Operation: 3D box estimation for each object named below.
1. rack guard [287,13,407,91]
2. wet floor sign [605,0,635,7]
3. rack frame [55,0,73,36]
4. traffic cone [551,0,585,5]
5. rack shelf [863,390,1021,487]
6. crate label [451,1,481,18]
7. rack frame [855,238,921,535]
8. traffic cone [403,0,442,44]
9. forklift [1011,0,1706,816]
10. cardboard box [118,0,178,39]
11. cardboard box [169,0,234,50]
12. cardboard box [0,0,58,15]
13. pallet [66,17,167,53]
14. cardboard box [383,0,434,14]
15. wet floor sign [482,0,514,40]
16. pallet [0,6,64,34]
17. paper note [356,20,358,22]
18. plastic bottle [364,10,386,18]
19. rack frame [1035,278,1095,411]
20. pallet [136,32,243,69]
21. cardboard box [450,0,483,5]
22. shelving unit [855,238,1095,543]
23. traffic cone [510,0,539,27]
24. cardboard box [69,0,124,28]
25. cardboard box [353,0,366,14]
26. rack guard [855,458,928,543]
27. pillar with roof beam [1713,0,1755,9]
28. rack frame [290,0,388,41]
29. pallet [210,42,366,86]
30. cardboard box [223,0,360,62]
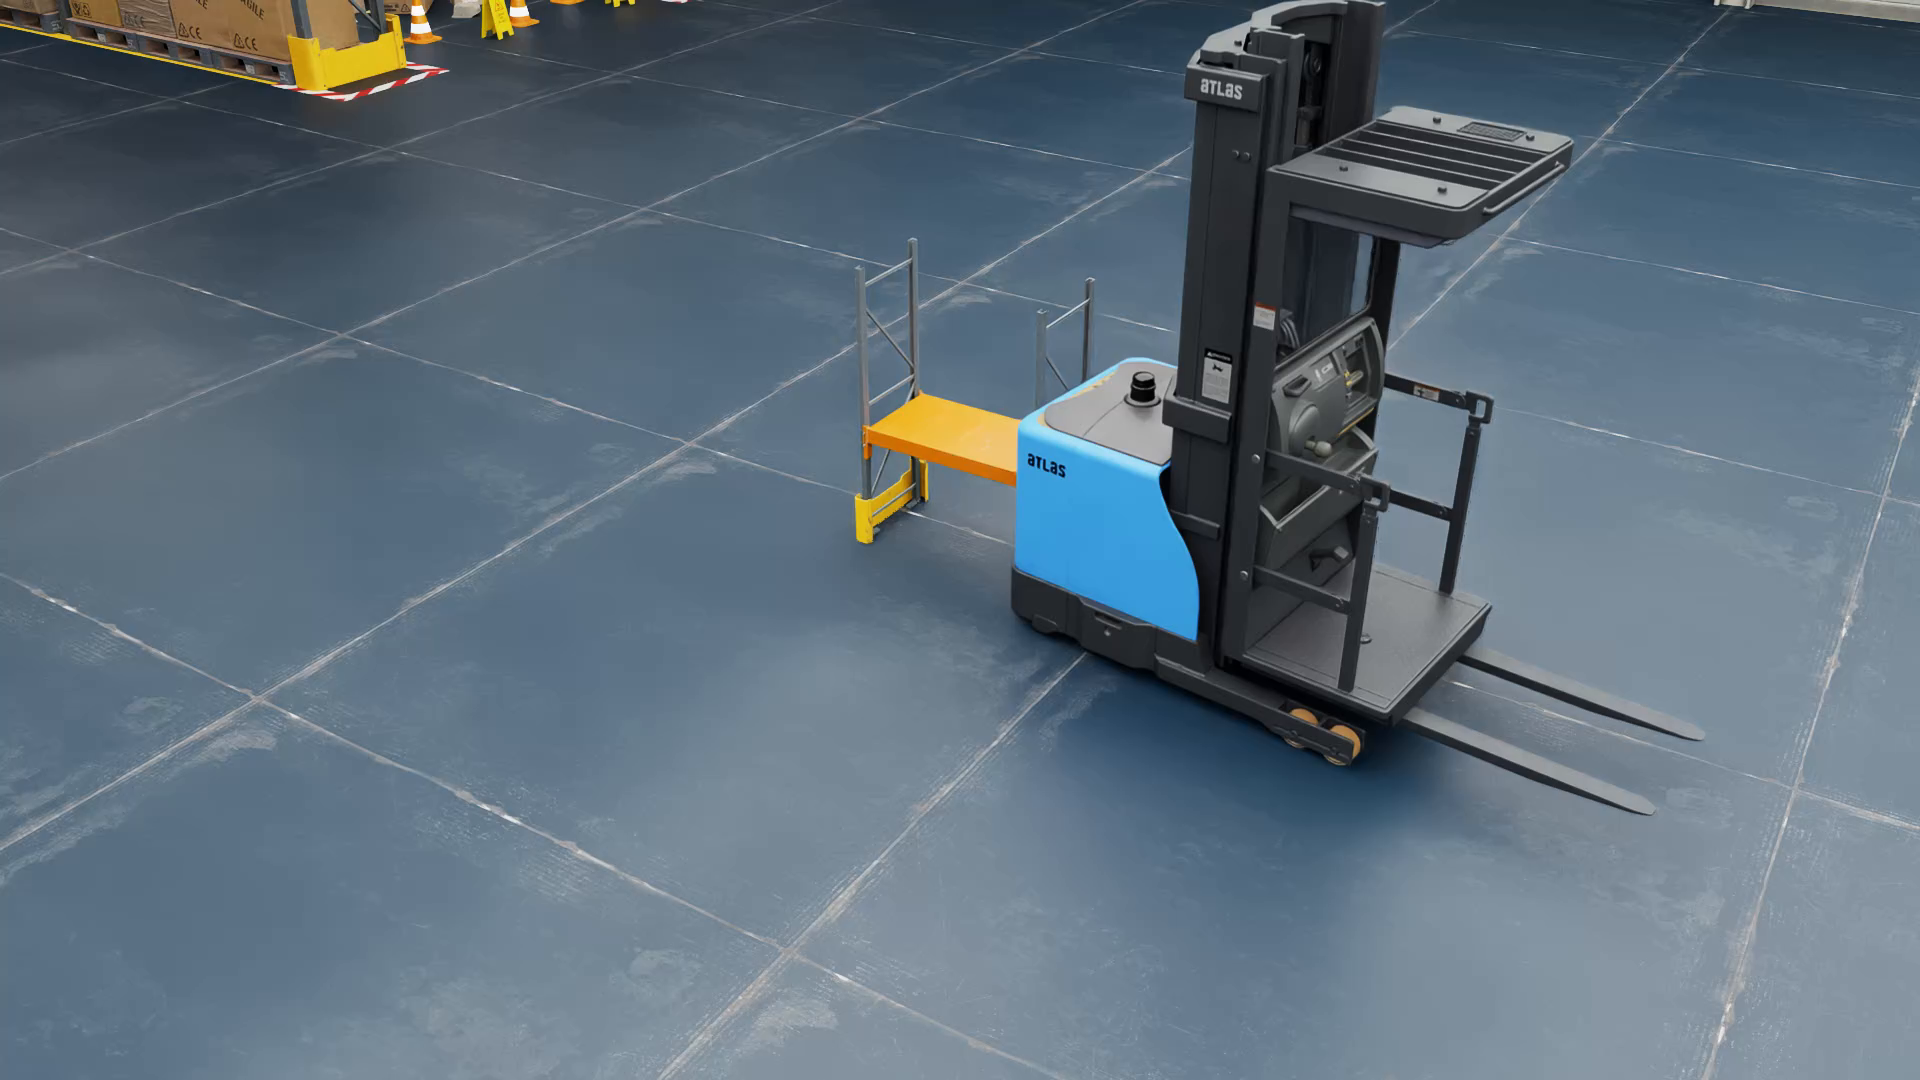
[{"bbox_3d":[-6.118,-4.891,16.638,0.348,0.500,1.175,18,35,27],"label":"rack guard"},{"bbox_3d":[-4.000,-6.592,19.410,0.267,0.644,0.232,-21,36,-32],"label":"wet floor sign"},{"bbox_3d":[-9.526,-7.049,17.855,0.127,3.000,1.000,18,35,27],"label":"rack frame"},{"bbox_3d":[-4.642,-6.586,19.579,0.334,0.463,0.336,18,35,27],"label":"traffic cone"},{"bbox_3d":[0.067,-0.472,8.427,1.000,0.185,0.538,18,35,28],"label":"rack shelf"},{"bbox_3d":[-5.643,-6.064,19.009,0.298,0.136,0.250,1,30,2],"label":"crate label"},{"bbox_3d":[-0.361,-0.765,8.572,0.032,1.500,0.500,18,35,28],"label":"rack frame"},{"bbox_3d":[-5.833,-5.630,17.941,0.334,0.463,0.336,18,35,27],"label":"traffic cone"},{"bbox_3d":[1.715,-0.608,6.883,3.031,2.935,1.130,22,37,33],"label":"forklift"},{"bbox_3d":[-8.265,-5.874,17.534,0.875,0.875,0.875,18,35,28],"label":"cardboard box"},{"bbox_3d":[-7.494,-5.629,17.114,0.875,0.875,0.875,17,34,27],"label":"cardboard box"},{"bbox_3d":[-10.100,-6.386,18.536,0.750,0.750,1.050,17,34,27],"label":"cardboard box"},{"bbox_3d":[-8.924,-5.607,18.152,1.213,0.211,1.003,18,35,27],"label":"pallet"},{"bbox_3d":[-6.426,-6.429,19.270,0.637,0.503,0.797,-4,30,-7],"label":"cardboard box"},{"bbox_3d":[-5.061,-5.797,18.047,0.232,0.644,0.267,12,32,19],"label":"wet floor sign"},{"bbox_3d":[-10.220,-6.019,18.857,1.213,0.211,1.003,18,35,27],"label":"pallet"},{"bbox_3d":[-6.837,-5.870,18.803,0.032,0.001,0.123,-15,33,-24],"label":"paper note"},{"bbox_3d":[-6.702,-5.994,18.963,0.283,0.061,0.133,6,31,10],"label":"plastic bottle"},{"bbox_3d":[0.496,-0.489,8.100,0.032,1.500,0.500,18,35,28],"label":"rack frame"},{"bbox_3d":[-7.886,-5.281,17.592,1.213,0.211,1.003,18,35,27],"label":"pallet"},{"bbox_3d":[-5.776,-6.374,19.529,0.380,0.149,0.250,-15,33,-24],"label":"cardboard box"},{"bbox_3d":[0.060,-0.629,8.340,1.083,1.500,0.587,18,35,28],"label":"shelving unit"},{"bbox_3d":[-4.945,-6.021,18.611,0.334,0.463,0.336,18,35,27],"label":"traffic cone"},{"bbox_3d":[-9.031,-6.114,17.945,0.875,0.875,0.875,18,35,28],"label":"cardboard box"},{"bbox_3d":[-7.091,-6.193,19.103,0.258,0.266,0.396,24,38,35],"label":"cardboard box"},{"bbox_3d":[-0.360,-0.224,8.887,0.087,0.250,0.587,18,35,28],"label":"rack guard"},{"bbox_3d":[6.808,-8.347,14.127,0.400,9.000,9.100,18,35,27],"label":"pillar with roof beam"},{"bbox_3d":[-6.138,-5.977,16.019,0.127,3.000,1.000,18,35,27],"label":"rack frame"},{"bbox_3d":[-6.857,-4.953,17.031,1.213,0.211,1.003,18,35,27],"label":"pallet"},{"bbox_3d":[-6.748,-5.394,16.711,0.875,0.875,0.875,18,35,28],"label":"cardboard box"}]
